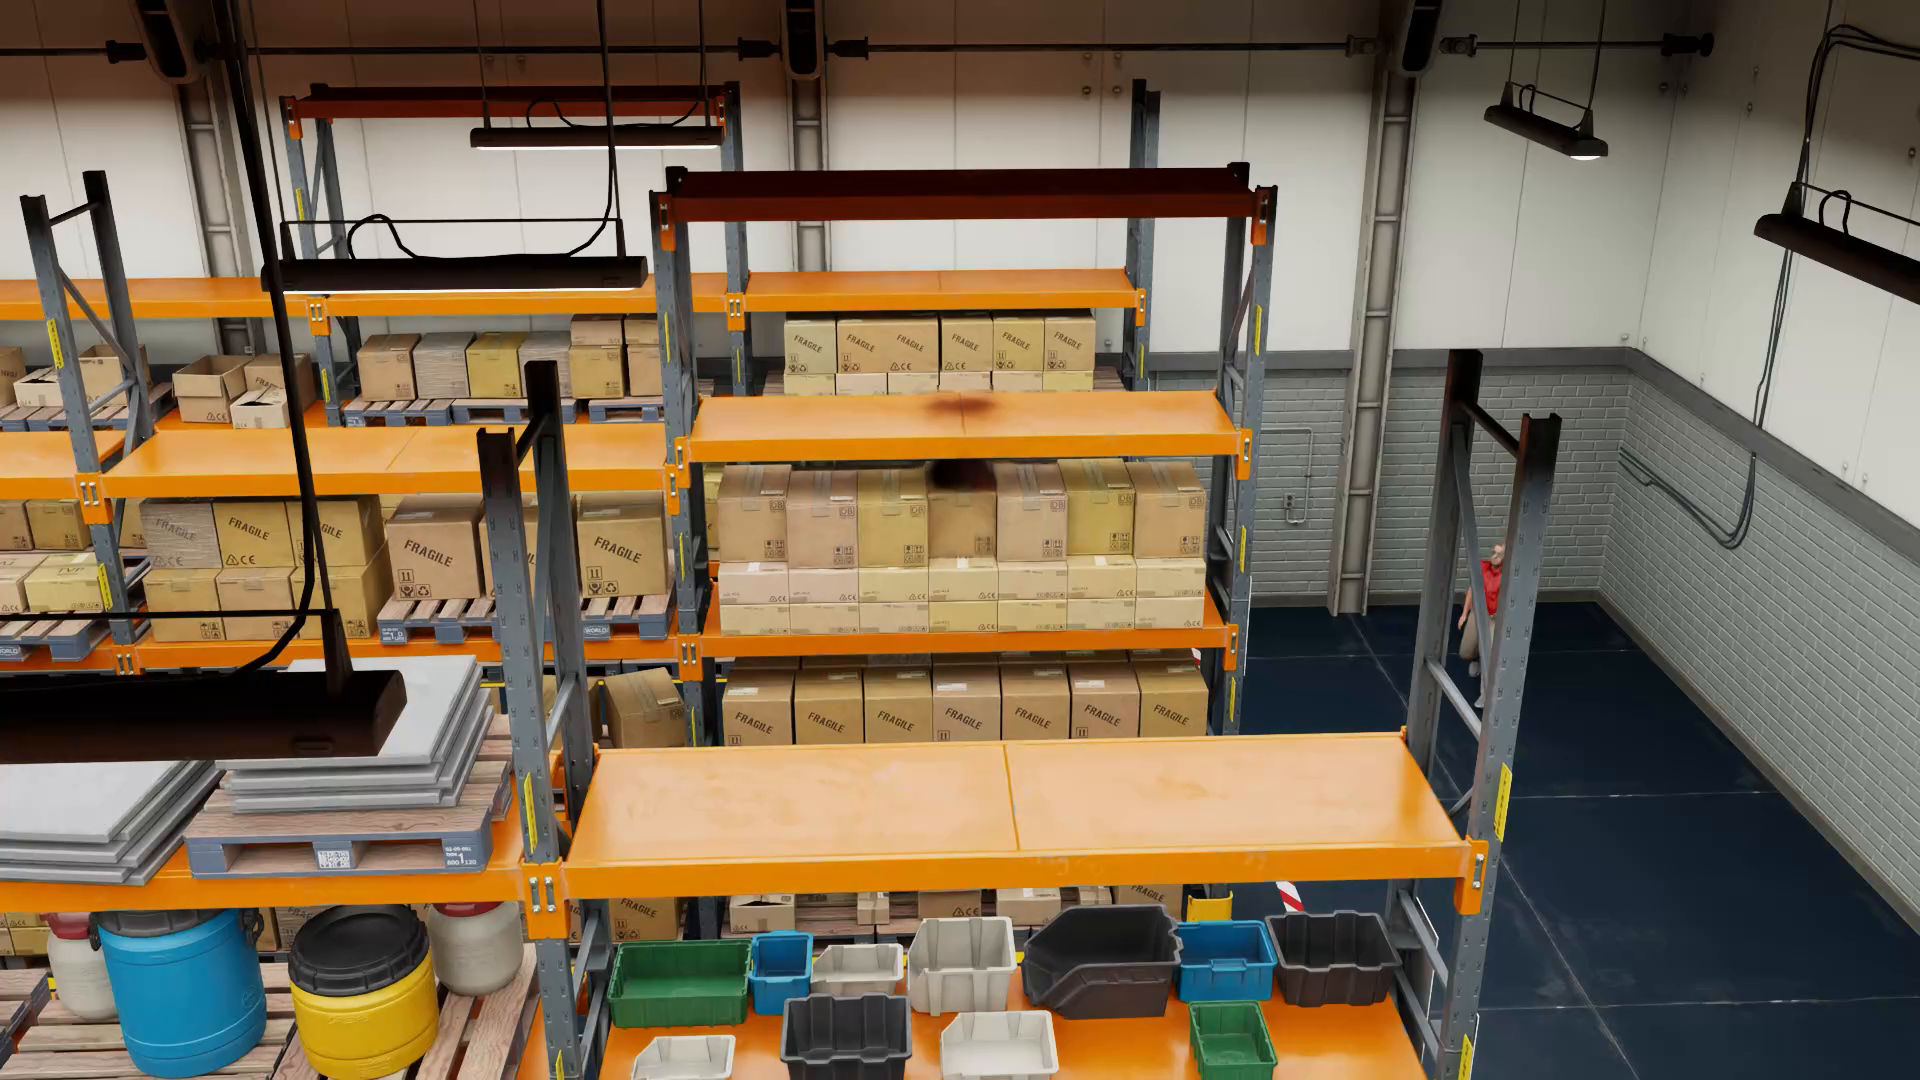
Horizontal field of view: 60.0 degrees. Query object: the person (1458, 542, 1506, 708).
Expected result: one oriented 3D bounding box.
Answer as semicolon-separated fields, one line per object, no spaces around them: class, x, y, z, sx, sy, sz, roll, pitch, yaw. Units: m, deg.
person;5.402;0.803;16.898;0.610;1.690;0.748;14;26;31
